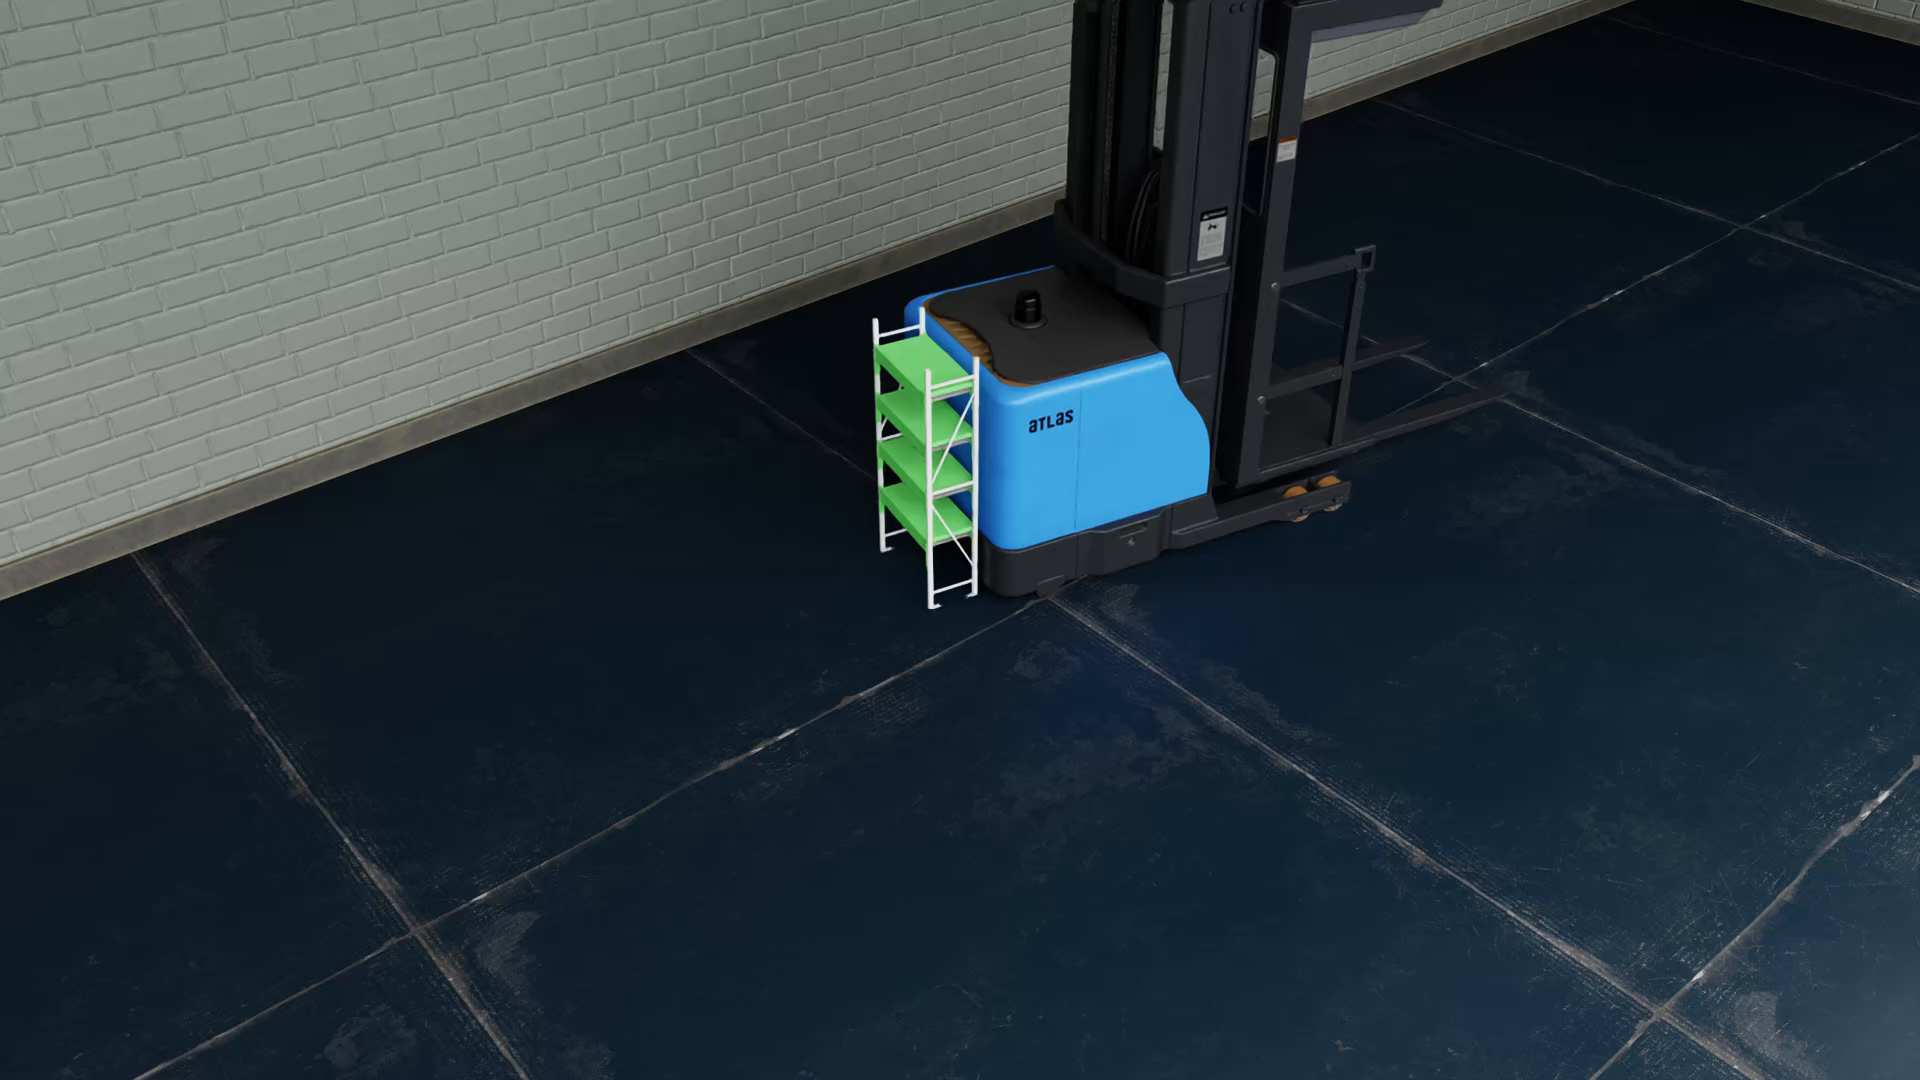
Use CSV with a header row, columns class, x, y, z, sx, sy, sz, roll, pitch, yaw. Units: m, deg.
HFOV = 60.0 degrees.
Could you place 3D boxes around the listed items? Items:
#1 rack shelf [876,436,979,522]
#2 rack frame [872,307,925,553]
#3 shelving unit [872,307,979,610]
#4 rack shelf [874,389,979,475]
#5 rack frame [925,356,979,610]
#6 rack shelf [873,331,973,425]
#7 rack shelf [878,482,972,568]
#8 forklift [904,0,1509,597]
class,x,y,z,sx,sy,sz,roll,pitch,yaw
rack shelf,-0.145,-0.290,7.232,0.258,0.148,0.480,-17,39,-22
rack frame,-0.259,-0.467,7.372,0.240,1.200,0.015,-17,39,-22
shelving unit,-0.145,-0.343,7.196,0.258,1.200,0.503,-17,39,-22
rack shelf,-0.145,-0.486,7.094,0.258,0.148,0.480,-17,39,-22
rack frame,-0.032,-0.218,7.019,0.240,1.200,0.015,-17,39,-22
rack shelf,-0.145,-0.682,6.955,0.258,0.148,0.480,-17,39,-22
rack shelf,-0.145,-0.095,7.371,0.258,0.148,0.480,-17,39,-22
forklift,1.286,-1.537,7.384,3.031,2.935,1.130,-17,39,-22
